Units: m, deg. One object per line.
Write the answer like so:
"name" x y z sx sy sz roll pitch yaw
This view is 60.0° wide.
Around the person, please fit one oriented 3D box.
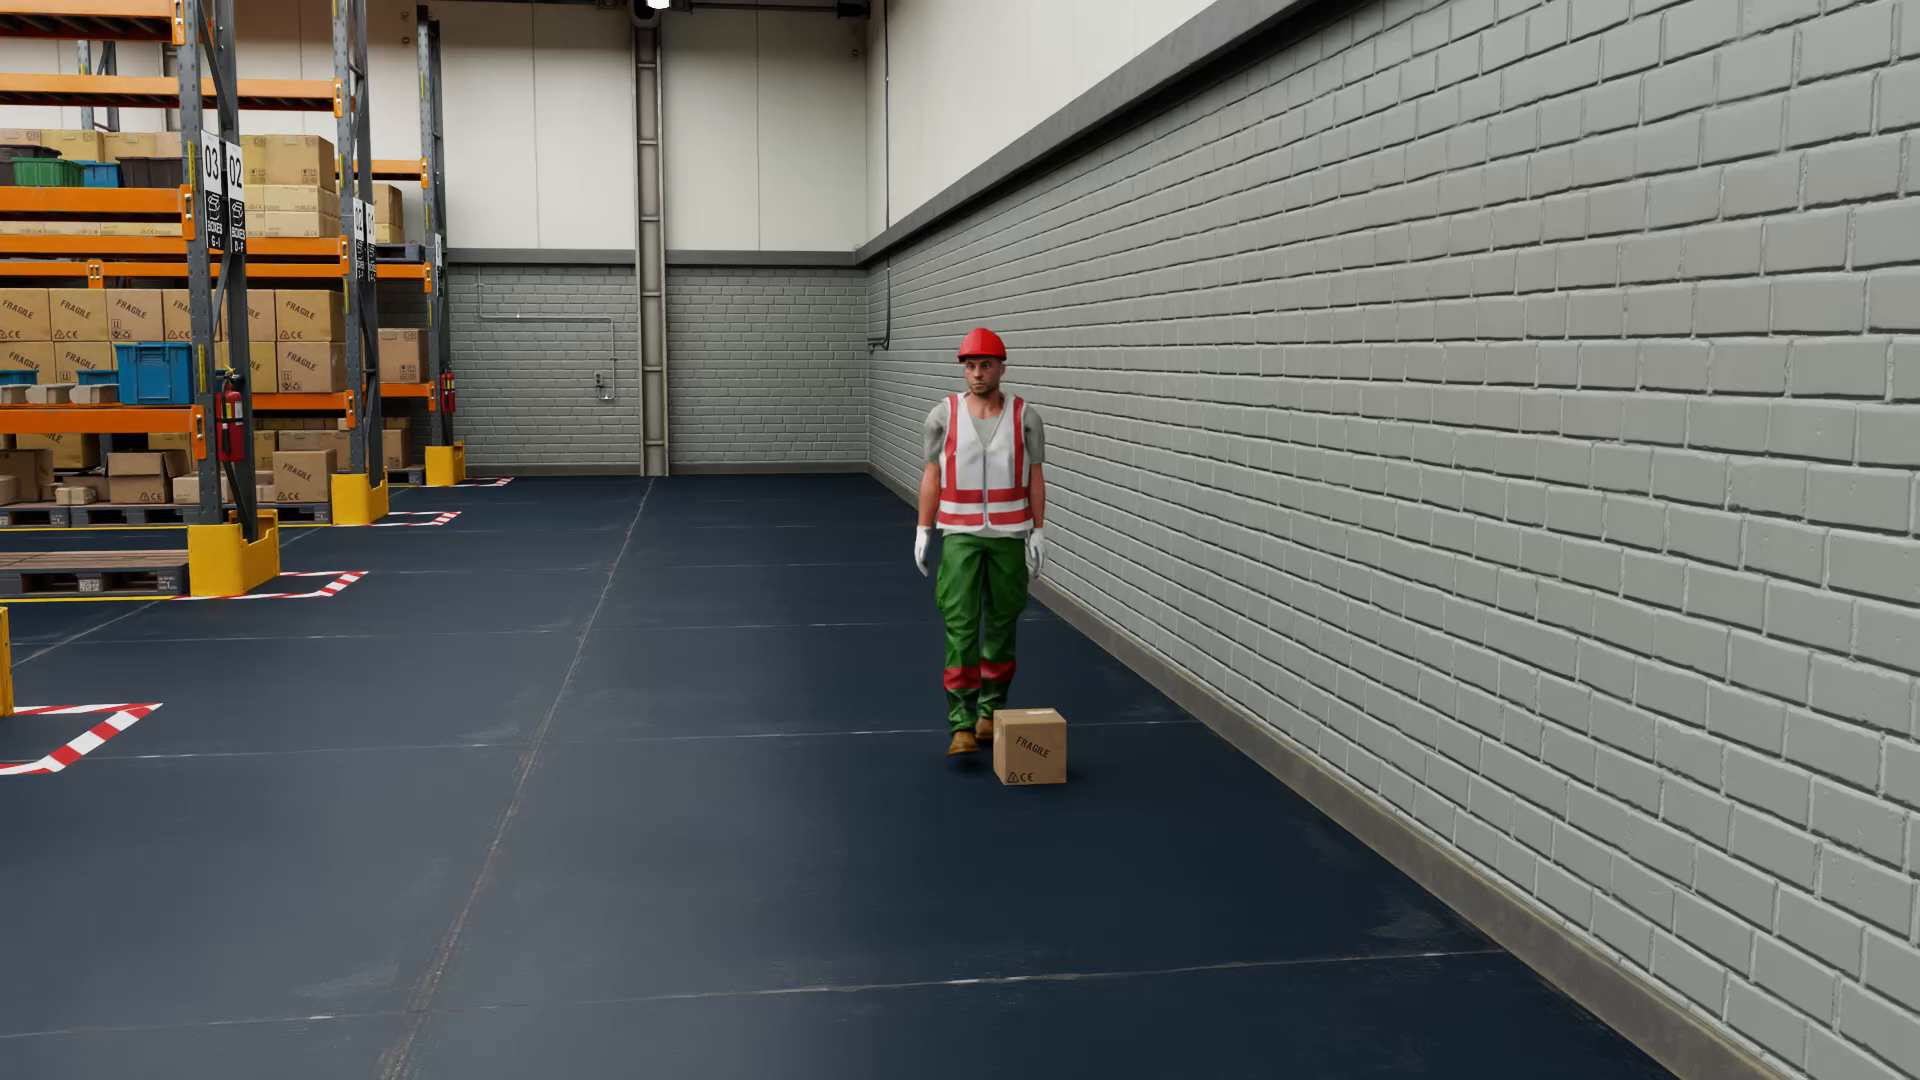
"person" 0.102 0.005 6.956 0.571 1.774 0.747 0 6 -4
